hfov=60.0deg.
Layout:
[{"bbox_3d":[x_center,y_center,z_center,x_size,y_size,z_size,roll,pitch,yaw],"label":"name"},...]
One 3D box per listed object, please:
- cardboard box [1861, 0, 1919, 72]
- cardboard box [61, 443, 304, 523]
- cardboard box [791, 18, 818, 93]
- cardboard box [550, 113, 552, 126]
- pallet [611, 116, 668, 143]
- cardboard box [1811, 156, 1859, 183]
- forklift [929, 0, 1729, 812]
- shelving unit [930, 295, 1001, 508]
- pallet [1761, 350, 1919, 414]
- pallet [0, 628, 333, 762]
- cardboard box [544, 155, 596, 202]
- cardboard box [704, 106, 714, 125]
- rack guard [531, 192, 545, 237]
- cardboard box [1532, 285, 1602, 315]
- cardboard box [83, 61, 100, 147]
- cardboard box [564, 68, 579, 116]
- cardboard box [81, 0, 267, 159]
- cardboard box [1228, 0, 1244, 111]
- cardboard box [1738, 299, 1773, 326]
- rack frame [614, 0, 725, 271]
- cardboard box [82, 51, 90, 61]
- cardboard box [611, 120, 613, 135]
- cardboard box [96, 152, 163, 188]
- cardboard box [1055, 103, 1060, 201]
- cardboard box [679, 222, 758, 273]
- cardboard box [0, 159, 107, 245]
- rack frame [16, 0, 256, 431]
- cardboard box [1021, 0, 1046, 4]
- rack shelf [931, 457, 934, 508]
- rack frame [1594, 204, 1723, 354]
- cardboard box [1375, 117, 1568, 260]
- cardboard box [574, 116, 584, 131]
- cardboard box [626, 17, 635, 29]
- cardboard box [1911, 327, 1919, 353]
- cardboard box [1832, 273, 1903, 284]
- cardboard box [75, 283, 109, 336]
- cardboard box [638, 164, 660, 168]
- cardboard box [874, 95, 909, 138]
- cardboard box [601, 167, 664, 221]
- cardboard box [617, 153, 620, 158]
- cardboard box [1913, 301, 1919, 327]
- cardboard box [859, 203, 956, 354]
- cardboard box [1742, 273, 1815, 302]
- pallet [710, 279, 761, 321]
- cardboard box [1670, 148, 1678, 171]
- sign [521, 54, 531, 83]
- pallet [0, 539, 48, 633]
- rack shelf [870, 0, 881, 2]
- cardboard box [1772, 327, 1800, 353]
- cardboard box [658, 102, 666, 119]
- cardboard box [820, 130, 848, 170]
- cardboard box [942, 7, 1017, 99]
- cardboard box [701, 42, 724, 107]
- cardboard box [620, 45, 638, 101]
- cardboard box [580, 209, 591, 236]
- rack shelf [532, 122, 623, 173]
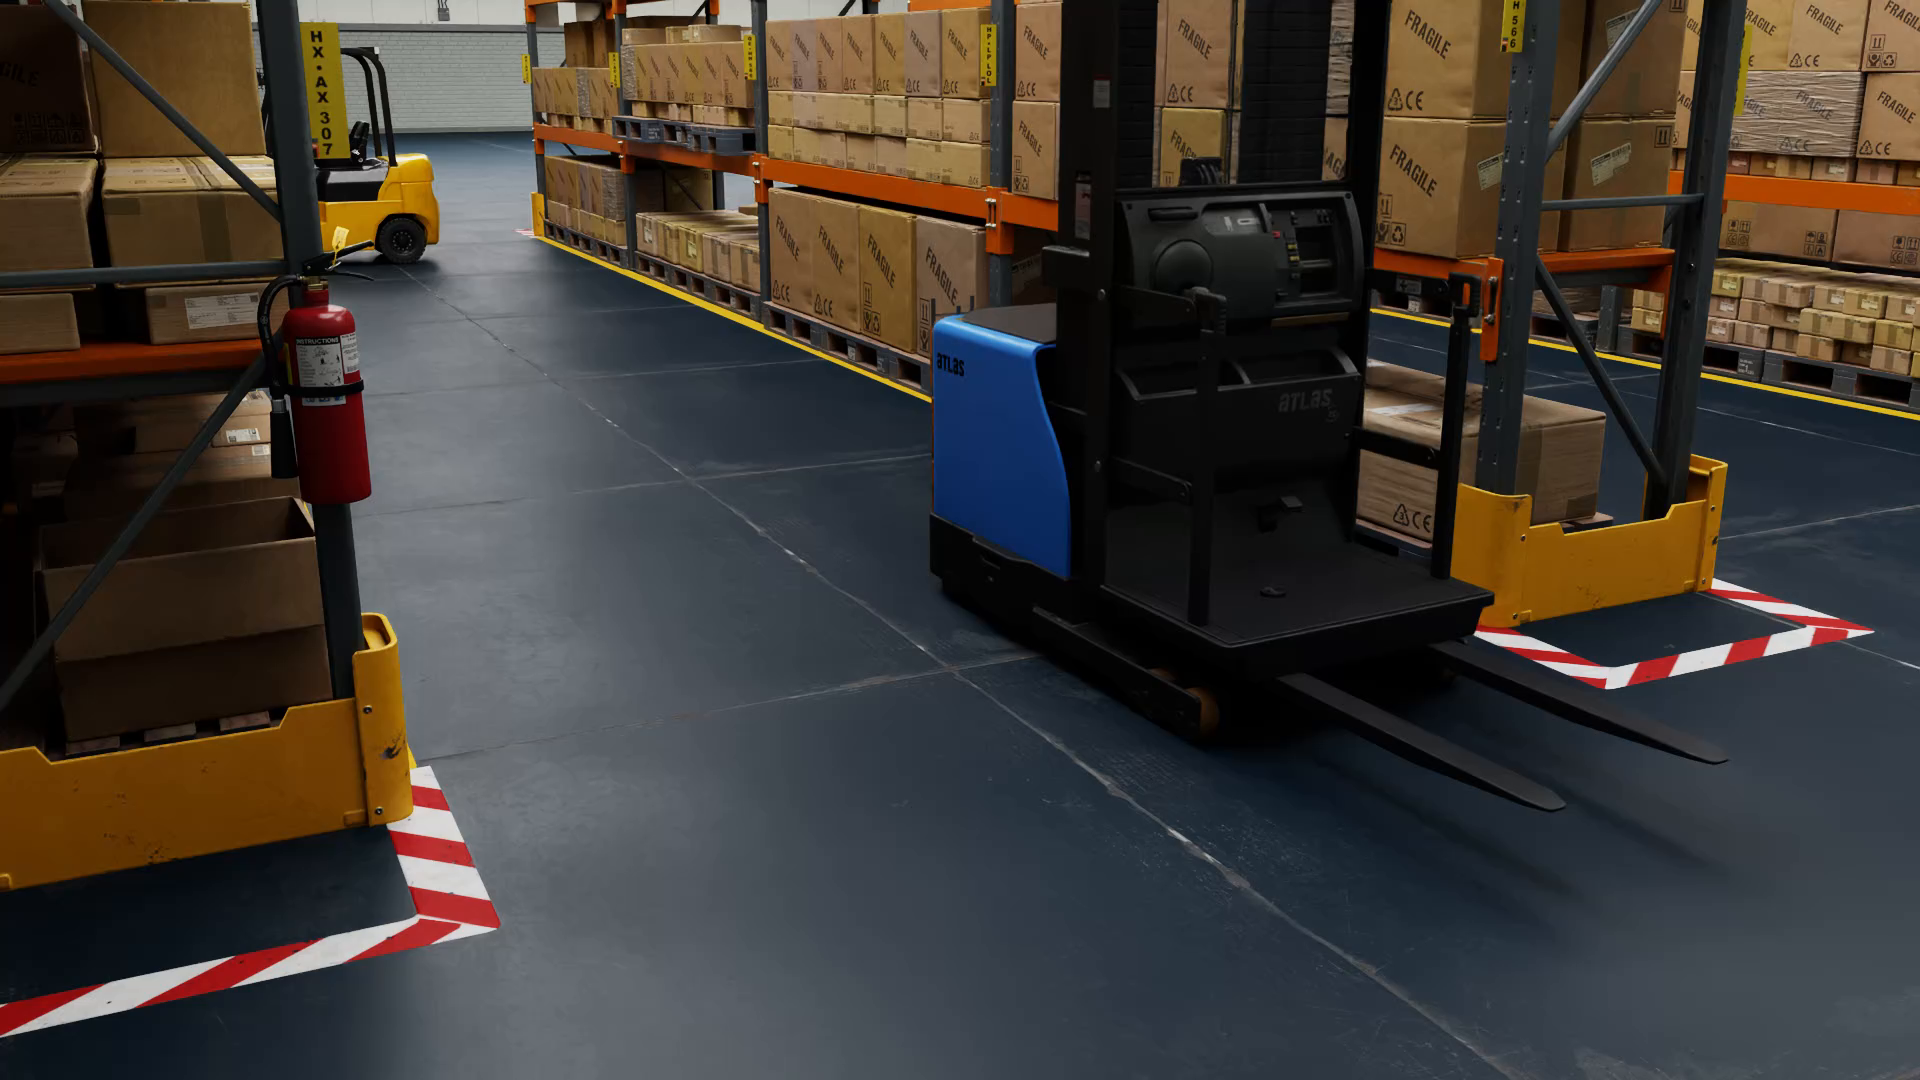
[{"bbox_3d":[5.685,-2.992,9.706,0.500,0.500,0.500,-8,18,-27],"label":"cardboard box"},{"bbox_3d":[-2.586,-0.009,5.614,0.700,0.500,0.500,-7,17,-23],"label":"cardboard box"},{"bbox_3d":[-0.886,-3.468,11.904,0.500,0.500,0.500,-8,18,-25],"label":"cardboard box"},{"bbox_3d":[-4.484,-4.830,19.101,0.380,0.149,0.250,-8,18,-27],"label":"cardboard box"},{"bbox_3d":[-2.657,-3.906,15.771,1.003,0.211,1.213,-8,18,-25],"label":"pallet"},{"bbox_3d":[5.500,-2.293,10.260,0.380,0.149,0.250,-7,17,-22],"label":"cardboard box"},{"bbox_3d":[1.028,-0.936,5.199,1.130,2.935,3.031,-9,18,-27],"label":"forklift"},{"bbox_3d":[0.023,-0.491,7.060,0.215,1.050,0.252,-8,18,-25],"label":"shelving unit"},{"bbox_3d":[5.914,-1.039,10.489,1.003,0.211,1.213,-8,18,-25],"label":"pallet"},{"bbox_3d":[-2.447,0.495,5.143,1.003,0.211,1.213,-8,18,-25],"label":"pallet"},{"bbox_3d":[-4.497,-4.198,19.306,0.500,0.500,0.500,-8,18,-27],"label":"cardboard box"},{"bbox_3d":[-1.900,-3.525,13.791,0.380,0.149,0.250,-9,18,-28],"label":"cardboard box"},{"bbox_3d":[-4.580,-3.977,20.201,1.175,0.500,0.348,-8,18,-25],"label":"rack guard"},{"bbox_3d":[4.499,-1.998,12.546,0.500,0.500,0.500,-8,18,-26],"label":"cardboard box"},{"bbox_3d":[-3.827,-2.018,7.901,0.700,0.500,0.500,-7,18,-23],"label":"cardboard box"},{"bbox_3d":[-3.971,-4.858,18.019,0.500,0.500,0.500,-8,18,-26],"label":"cardboard box"},{"bbox_3d":[-2.678,-1.577,5.681,0.500,0.500,0.500,-7,18,-23],"label":"cardboard box"},{"bbox_3d":[1.502,-2.098,7.130,0.500,0.500,0.500,-8,18,-25],"label":"cardboard box"},{"bbox_3d":[5.367,-1.515,10.961,0.380,0.149,0.250,-9,18,-28],"label":"cardboard box"},{"bbox_3d":[-2.861,-4.205,16.466,1.000,3.000,0.127,-8,18,-25],"label":"rack frame"},{"bbox_3d":[-7.732,-4.150,14.377,0.380,0.149,0.250,-8,18,-25],"label":"cardboard box"},{"bbox_3d":[-3.275,-4.127,16.650,0.380,0.149,0.250,-8,18,-25],"label":"cardboard box"},{"bbox_3d":[-2.710,-1.219,5.794,0.500,0.250,0.500,-8,18,-26],"label":"cardboard box"},{"bbox_3d":[0.831,-1.996,8.587,0.500,0.500,0.500,-8,18,-25],"label":"cardboard box"},{"bbox_3d":[-2.004,-2.664,15.098,0.950,0.372,0.625,-7,17,-23],"label":"cardboard box"},{"bbox_3d":[-2.941,-1.033,5.145,0.500,0.250,0.500,-7,17,-23],"label":"cardboard box"},{"bbox_3d":[-3.816,-1.621,7.460,1.000,3.000,0.127,-8,18,-25],"label":"rack frame"},{"bbox_3d":[0.549,-2.952,8.930,0.380,0.149,0.250,-8,18,-26],"label":"cardboard box"},{"bbox_3d":[0.023,-0.214,7.139,0.215,0.259,0.240,-8,18,-25],"label":"rack shelf"},{"bbox_3d":[5.050,-2.845,11.725,1.000,3.000,0.127,-8,18,-25],"label":"rack frame"},{"bbox_3d":[1.947,-1.365,6.389,0.500,0.500,0.500,-8,18,-25],"label":"cardboard box"},{"bbox_3d":[-3.954,-4.505,17.967,0.380,0.149,0.250,-7,18,-24],"label":"cardboard box"},{"bbox_3d":[-3.063,-5.141,17.195,0.700,0.500,0.500,-8,18,-25],"label":"cardboard box"},{"bbox_3d":[5.847,-1.179,9.789,0.380,0.149,0.250,-7,18,-24],"label":"cardboard box"},{"bbox_3d":[5.948,-1.656,10.912,0.380,0.149,0.250,-9,18,-28],"label":"cardboard box"},{"bbox_3d":[-2.506,-0.628,4.457,0.380,0.149,0.250,-7,17,-23],"label":"cardboard box"},{"bbox_3d":[-3.121,-3.756,17.765,0.500,0.500,0.500,-7,17,-23],"label":"cardboard box"},{"bbox_3d":[-0.226,-2.720,10.658,0.500,0.250,0.500,-7,18,-24],"label":"cardboard box"},{"bbox_3d":[-3.361,-3.560,17.082,0.500,0.500,0.500,-8,18,-26],"label":"cardboard box"},{"bbox_3d":[-3.699,-4.437,18.961,0.380,0.149,0.250,-7,18,-24],"label":"cardboard box"},{"bbox_3d":[5.832,-1.321,9.744,0.380,0.149,0.250,-7,17,-23],"label":"cardboard box"},{"bbox_3d":[-0.102,-1.769,11.068,0.875,0.875,0.875,-7,17,-23],"label":"cardboard box"},{"bbox_3d":[5.372,-1.658,10.917,0.380,0.149,0.250,-8,18,-26],"label":"cardboard box"},{"bbox_3d":[-1.449,-2.067,14.070,1.003,0.211,1.213,-8,18,-25],"label":"pallet"},{"bbox_3d":[4.880,-2.614,11.377,0.380,0.149,0.250,-7,17,-23],"label":"cardboard box"},{"bbox_3d":[-5.101,-5.547,19.574,0.100,0.325,0.005,-8,18,-25],"label":"sign"},{"bbox_3d":[-2.978,0.193,6.195,1.003,0.211,1.213,-8,18,-25],"label":"pallet"},{"bbox_3d":[-0.232,-3.813,10.967,1.077,0.370,4.000,-8,18,-25],"label":"rack shelf"},{"bbox_3d":[5.498,-1.306,10.772,0.380,0.149,0.250,-9,18,-27],"label":"cardboard box"},{"bbox_3d":[-2.533,-3.918,15.160,0.380,0.149,0.250,-7,18,-24],"label":"cardboard box"},{"bbox_3d":[-0.655,-2.733,11.610,0.500,0.250,0.500,-7,17,-23],"label":"cardboard box"},{"bbox_3d":[0.223,-2.830,9.682,0.500,0.500,0.500,-7,17,-23],"label":"cardboard box"},{"bbox_3d":[-1.794,-3.812,13.615,0.500,0.500,0.500,-8,18,-26],"label":"cardboard box"},{"bbox_3d":[-2.913,-4.447,15.827,0.500,0.500,0.500,-7,18,-24],"label":"cardboard box"},{"bbox_3d":[-3.822,-3.457,18.082,0.500,0.250,0.500,-7,18,-24],"label":"cardboard box"},{"bbox_3d":[-3.737,-4.355,18.293,1.077,0.370,4.000,-8,18,-25],"label":"rack shelf"}]
